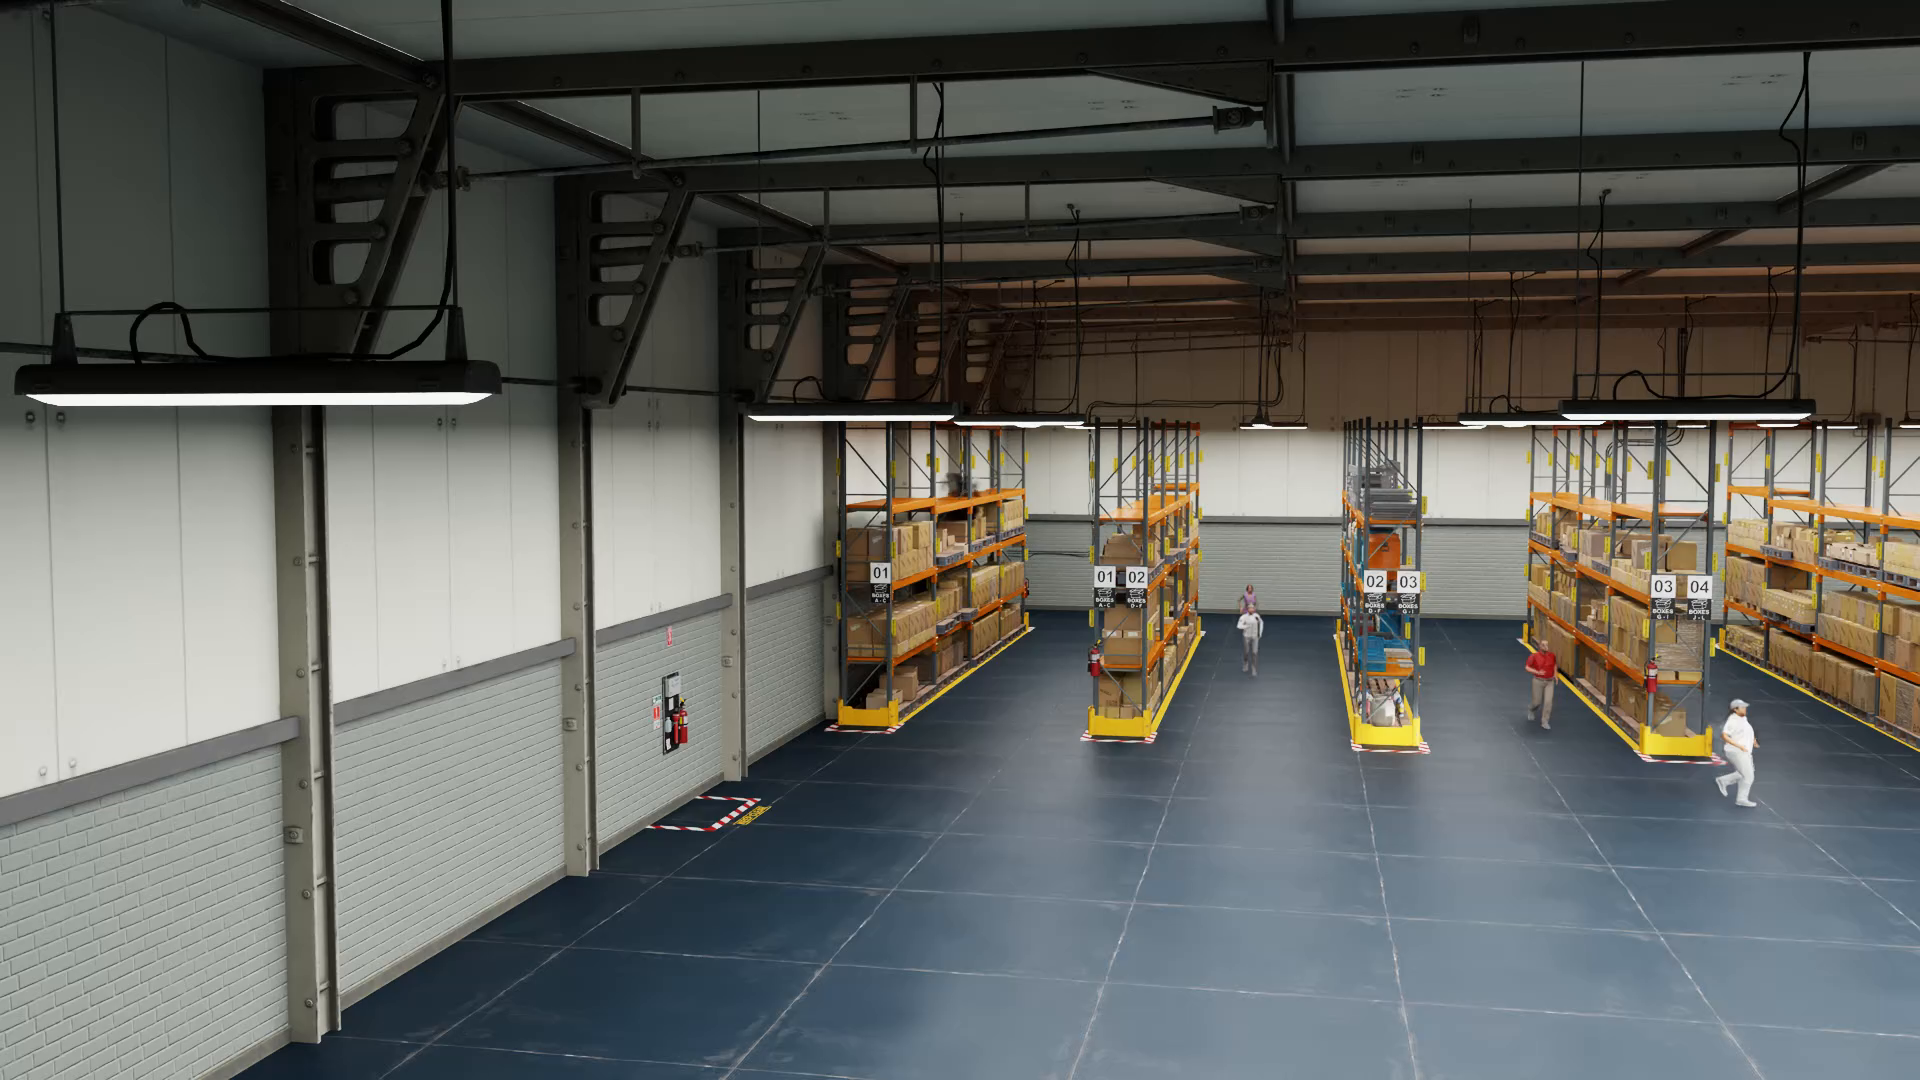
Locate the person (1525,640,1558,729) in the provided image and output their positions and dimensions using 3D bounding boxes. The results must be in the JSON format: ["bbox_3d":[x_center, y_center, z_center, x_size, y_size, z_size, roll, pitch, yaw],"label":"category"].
[{"bbox_3d":[11.288,2.779,32.255,0.670,1.691,0.796,0,4,-1],"label":"person"}]

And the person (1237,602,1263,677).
[{"bbox_3d":[6.844,2.316,39.217,0.629,1.717,0.866,0,4,2],"label":"person"}]

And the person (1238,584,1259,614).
[{"bbox_3d":[7.812,2.006,44.959,0.502,1.626,0.697,0,4,-7],"label":"person"}]

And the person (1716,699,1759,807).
[{"bbox_3d":[11.933,3.253,25.549,0.632,1.618,0.611,4,5,44],"label":"person"}]
